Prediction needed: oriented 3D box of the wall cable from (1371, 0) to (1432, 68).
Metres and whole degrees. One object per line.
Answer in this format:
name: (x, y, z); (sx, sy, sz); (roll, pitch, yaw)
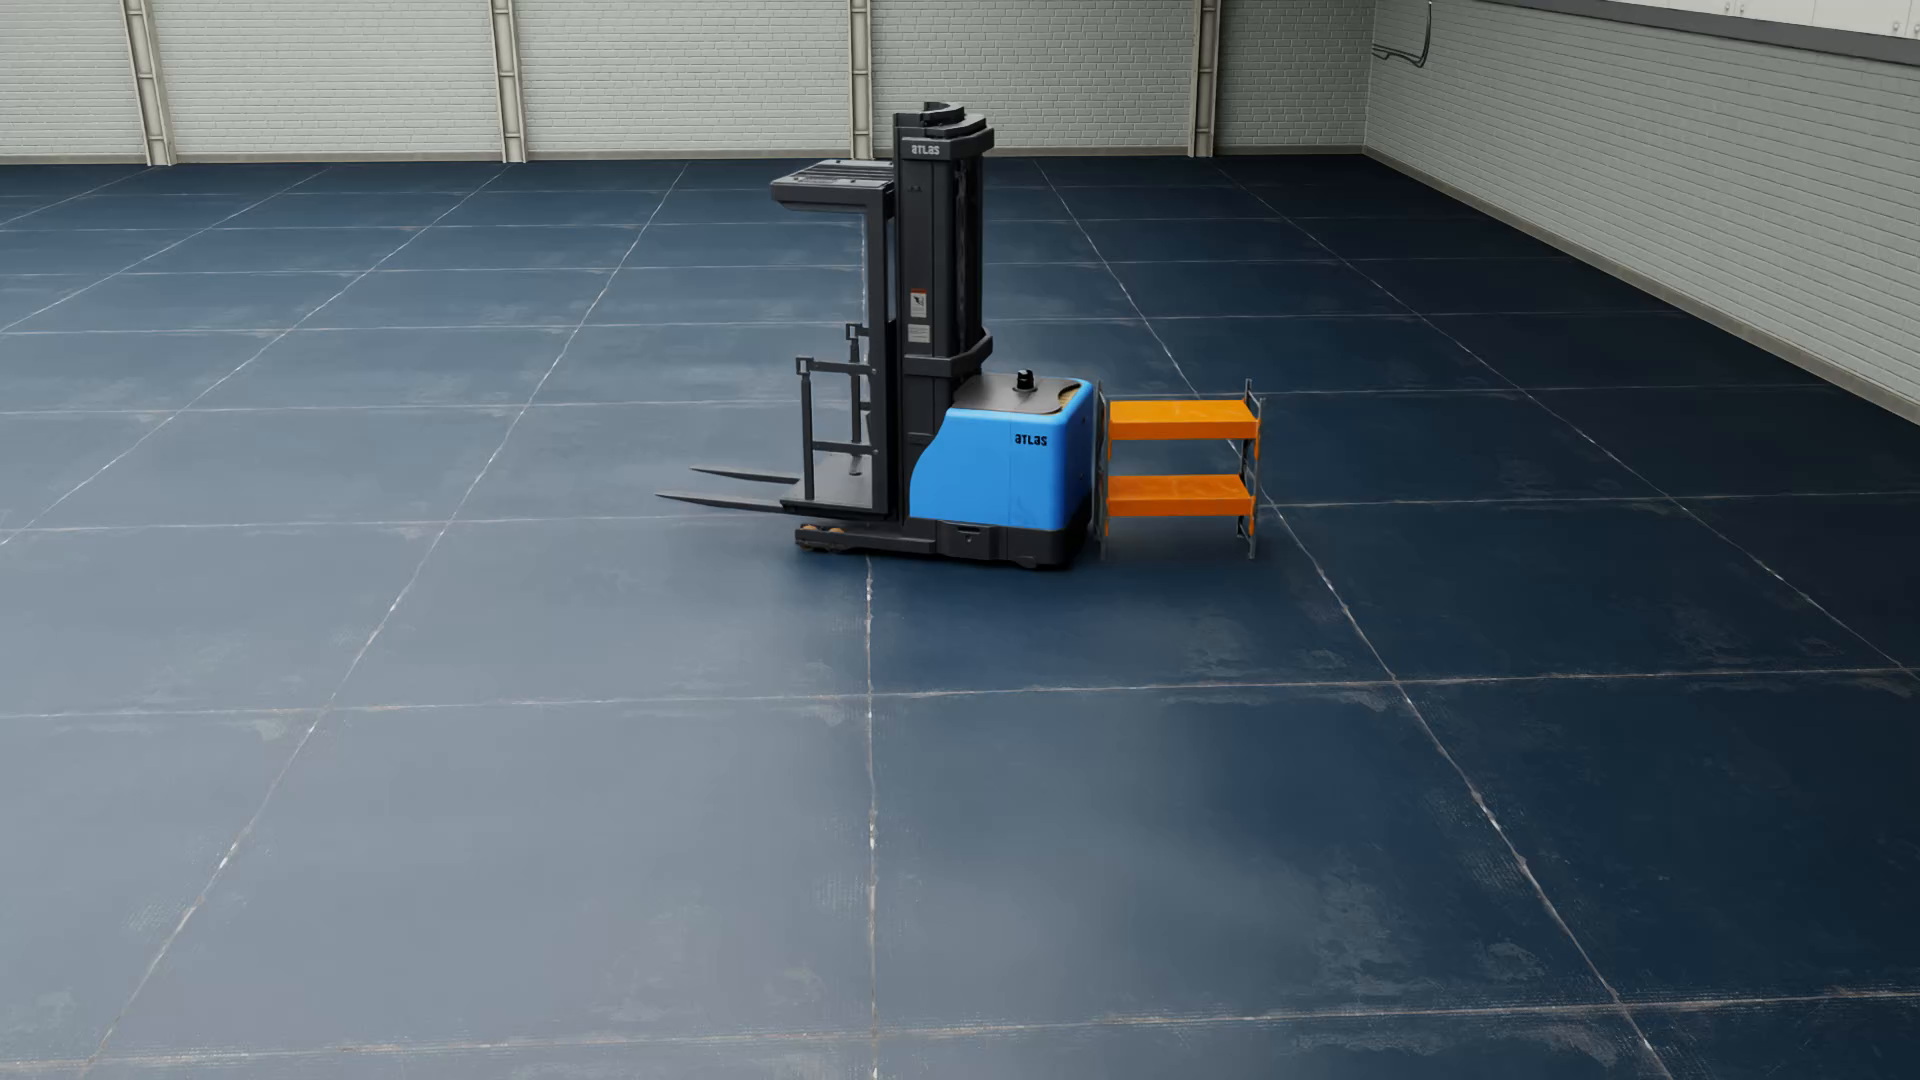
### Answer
wall cable: (7.282, -9.169, 27.422); (0.112, 2.526, 3.097); (-1, 21, -3)

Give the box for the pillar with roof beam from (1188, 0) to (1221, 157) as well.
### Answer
pillar with roof beam: (4.512, -9.501, 23.929); (0.400, 9.000, 9.100); (-1, 21, -3)

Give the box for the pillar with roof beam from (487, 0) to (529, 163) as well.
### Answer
pillar with roof beam: (-7.469, -9.258, 23.289); (0.400, 9.000, 9.100); (-1, 21, -3)

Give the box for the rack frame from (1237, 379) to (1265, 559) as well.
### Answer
rack frame: (1.976, -0.484, 11.312); (0.032, 1.125, 0.500); (-1, 21, -2)

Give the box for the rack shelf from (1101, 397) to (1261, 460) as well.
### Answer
rack shelf: (1.468, -0.752, 11.193); (1.000, 0.278, 0.538); (-1, 21, -2)

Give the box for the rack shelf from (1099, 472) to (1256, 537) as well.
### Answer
rack shelf: (1.468, -0.250, 11.384); (1.000, 0.278, 0.538); (-1, 21, -2)

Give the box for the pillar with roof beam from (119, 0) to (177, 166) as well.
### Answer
pillar with roof beam: (-13.459, -9.136, 22.969); (0.400, 9.000, 9.100); (-1, 21, -3)

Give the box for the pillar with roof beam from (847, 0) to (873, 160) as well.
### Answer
pillar with roof beam: (-1.479, -9.379, 23.609); (0.400, 9.000, 9.100); (-1, 21, -3)

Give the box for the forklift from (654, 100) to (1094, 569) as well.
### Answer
forklift: (-0.636, -1.456, 11.325); (3.031, 2.935, 1.130); (6, 22, 15)

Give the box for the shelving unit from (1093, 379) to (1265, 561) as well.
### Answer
shelving unit: (1.468, -0.479, 11.297); (1.048, 1.125, 0.538); (-1, 21, -2)

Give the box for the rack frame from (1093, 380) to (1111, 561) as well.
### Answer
rack frame: (0.960, -0.473, 11.282); (0.032, 1.125, 0.500); (-1, 21, -2)
